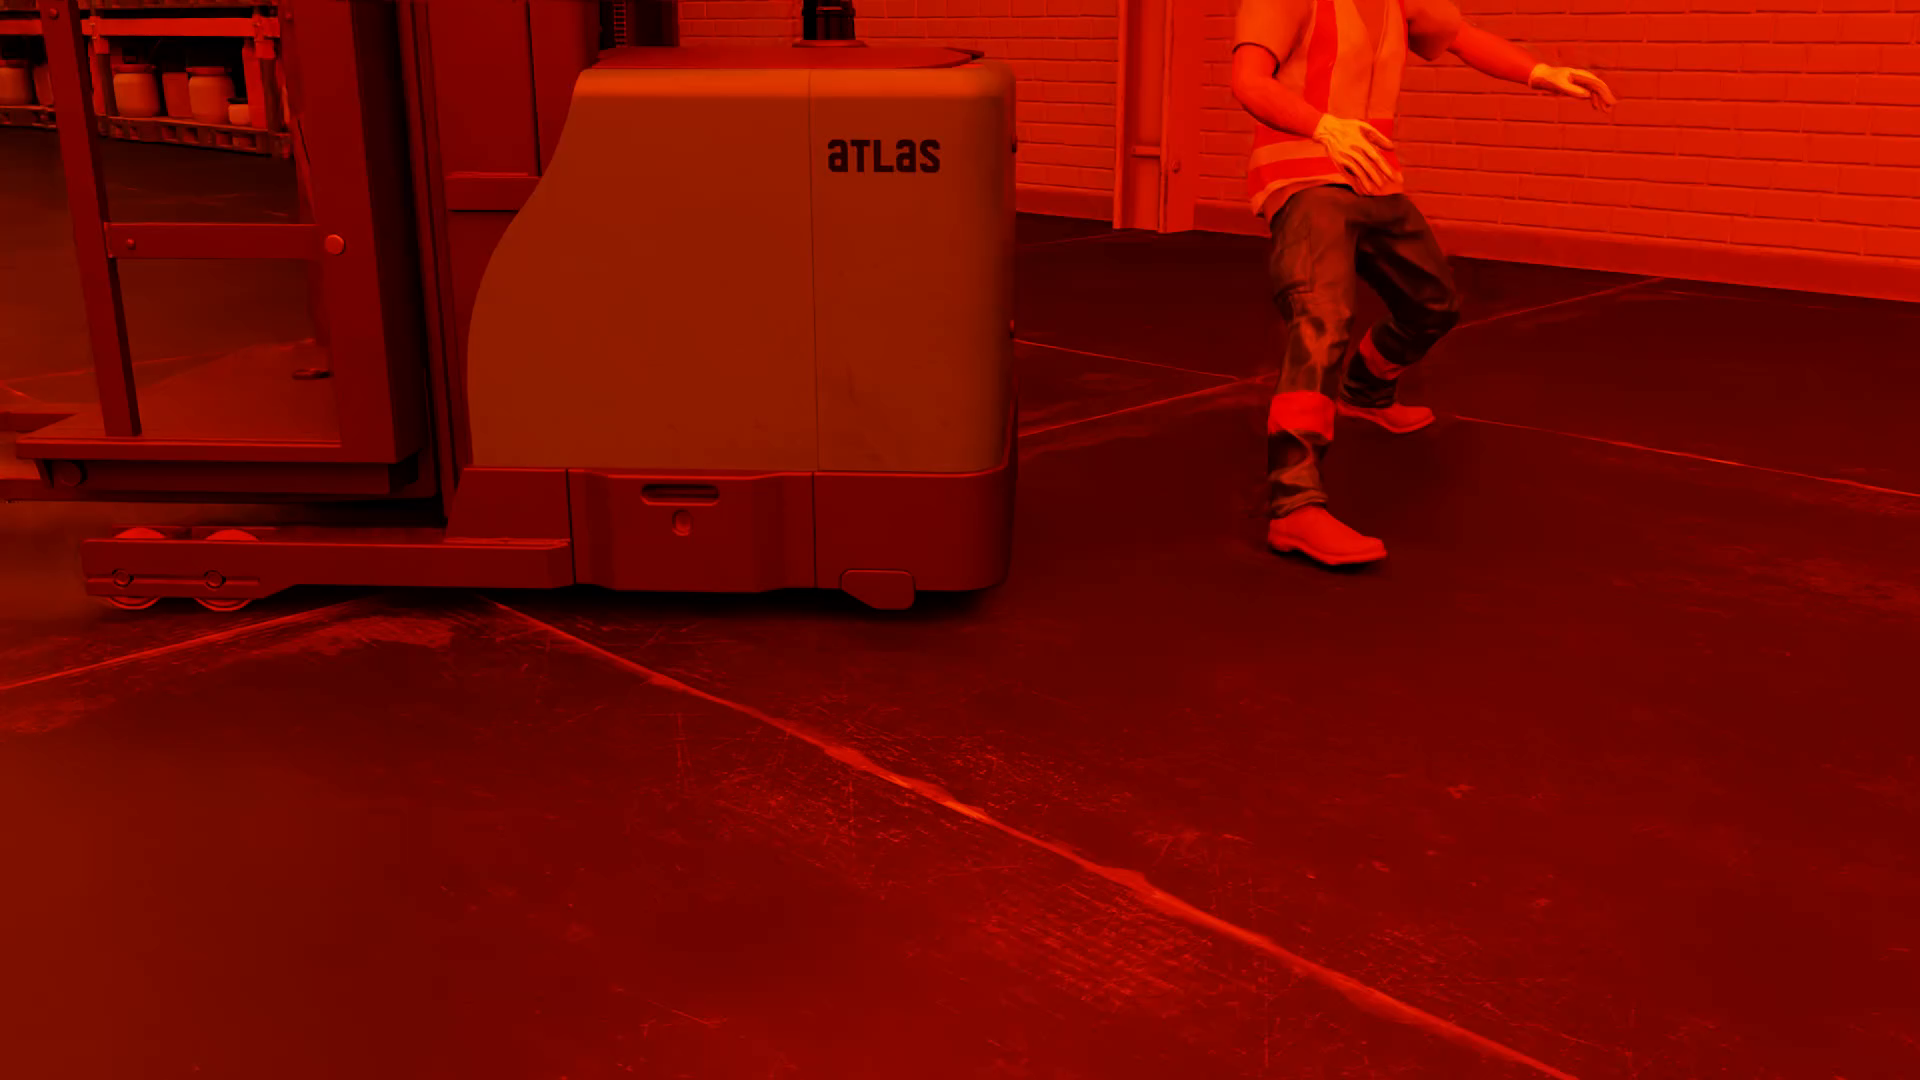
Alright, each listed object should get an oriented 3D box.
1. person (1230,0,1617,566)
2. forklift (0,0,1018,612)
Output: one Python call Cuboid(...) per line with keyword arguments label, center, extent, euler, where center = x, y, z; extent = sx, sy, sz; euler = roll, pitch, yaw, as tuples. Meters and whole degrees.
Cuboid(label="person", center=(1.061, -0.888, 4.083), extent=(1.239, 1.560, 0.968), euler=(-13, 21, -36))
Cuboid(label="forklift", center=(-1.392, -1.407, 3.484), extent=(3.031, 2.935, 1.130), euler=(1, 17, 3))
